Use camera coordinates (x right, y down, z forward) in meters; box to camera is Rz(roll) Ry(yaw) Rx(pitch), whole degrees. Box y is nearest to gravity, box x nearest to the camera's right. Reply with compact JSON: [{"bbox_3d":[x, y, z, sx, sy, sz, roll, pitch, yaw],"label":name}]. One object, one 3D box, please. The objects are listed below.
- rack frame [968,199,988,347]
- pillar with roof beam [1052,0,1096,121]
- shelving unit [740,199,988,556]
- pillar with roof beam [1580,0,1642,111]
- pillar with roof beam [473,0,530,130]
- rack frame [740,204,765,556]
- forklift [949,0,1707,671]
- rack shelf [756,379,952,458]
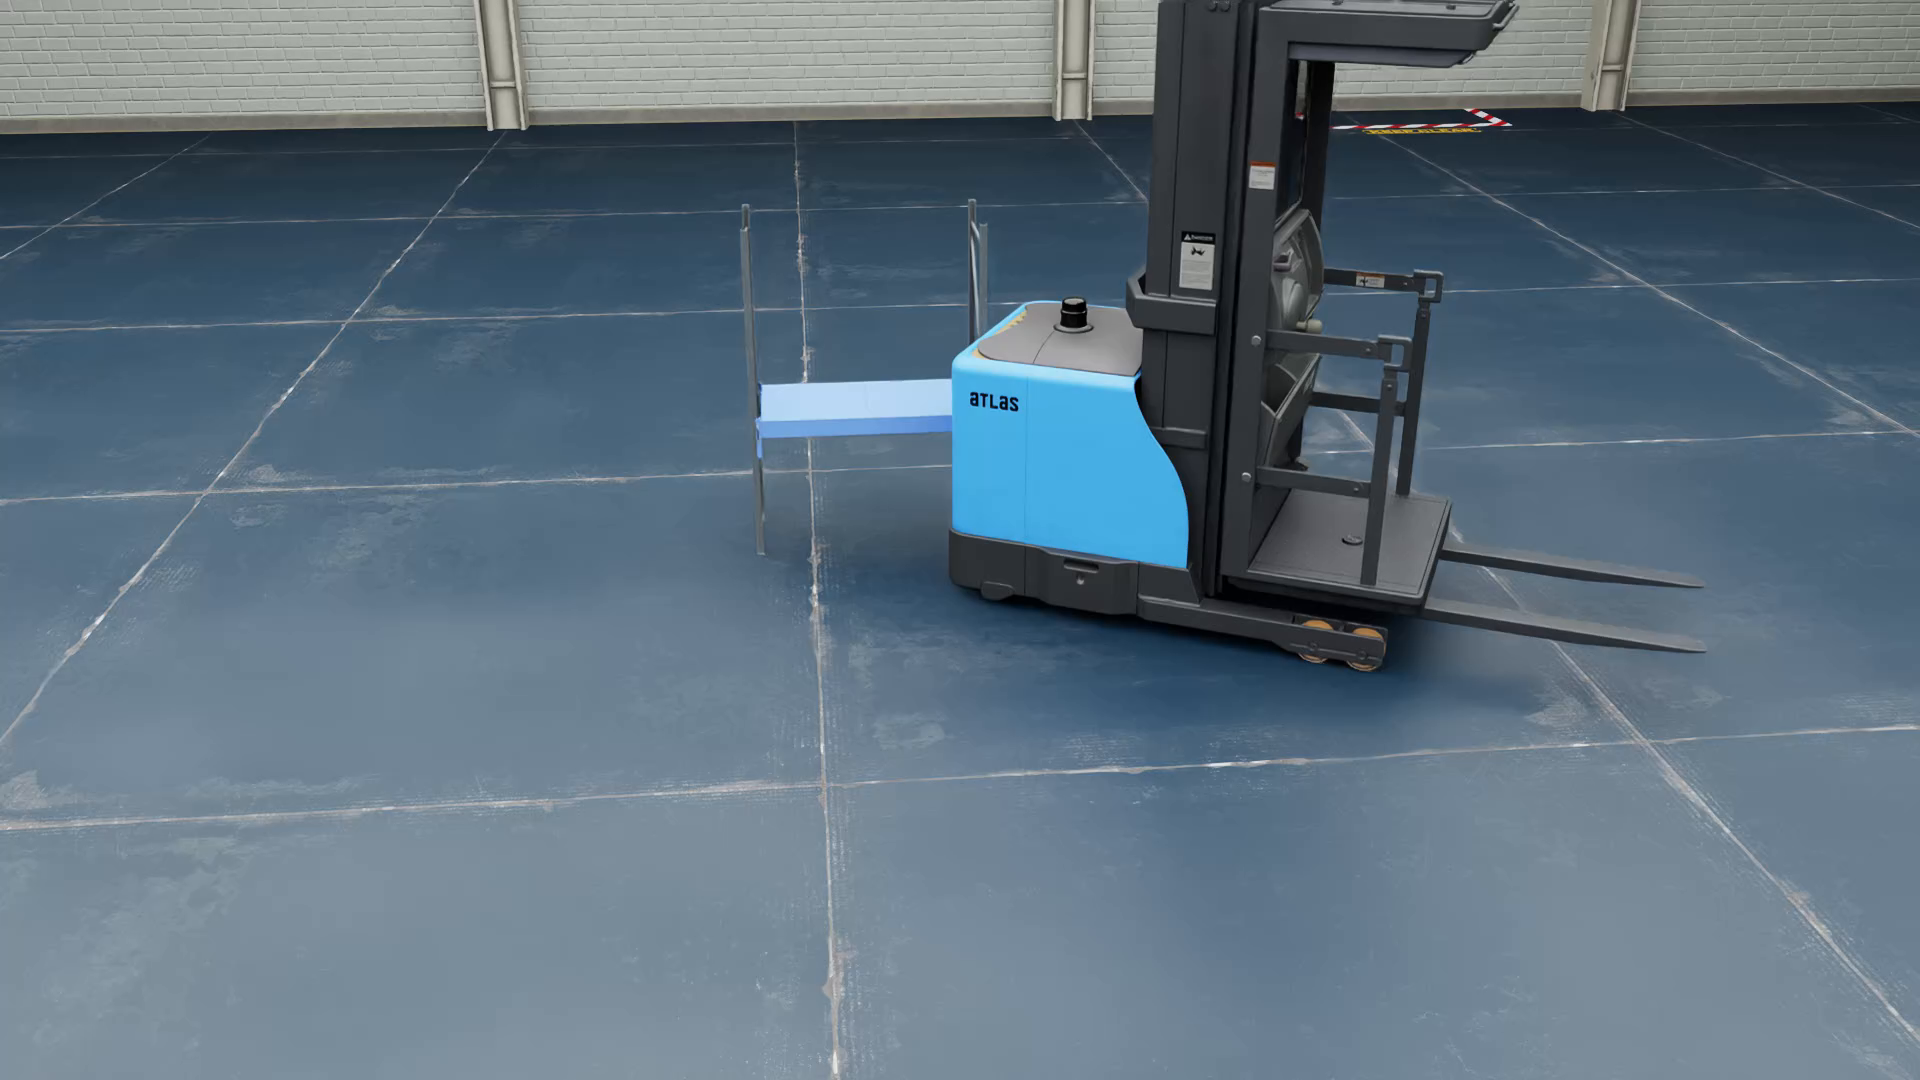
[{"bbox_3d":[0.078,-0.756,7.605,0.032,1.500,0.500,-2,24,-5],"label":"rack frame"},{"bbox_3d":[1.638,-6.963,12.336,0.400,9.000,9.100,-2,24,-5],"label":"pillar with roof beam"},{"bbox_3d":[-0.428,-0.736,7.559,1.048,1.500,0.538,-2,24,-5],"label":"shelving unit"},{"bbox_3d":[7.609,-7.203,12.875,0.400,9.000,9.100,-2,24,-5],"label":"pillar with roof beam"},{"bbox_3d":[-4.333,-6.723,11.797,0.400,9.000,9.100,-2,24,-5],"label":"pillar with roof beam"},{"bbox_3d":[-0.934,-0.715,7.512,0.032,1.500,0.500,-2,24,-5],"label":"rack frame"},{"bbox_3d":[1.522,-1.065,6.538,3.031,2.935,1.130,9,26,19],"label":"forklift"},{"bbox_3d":[-0.428,-0.571,7.632,1.000,0.185,0.538,-2,24,-5],"label":"rack shelf"}]
